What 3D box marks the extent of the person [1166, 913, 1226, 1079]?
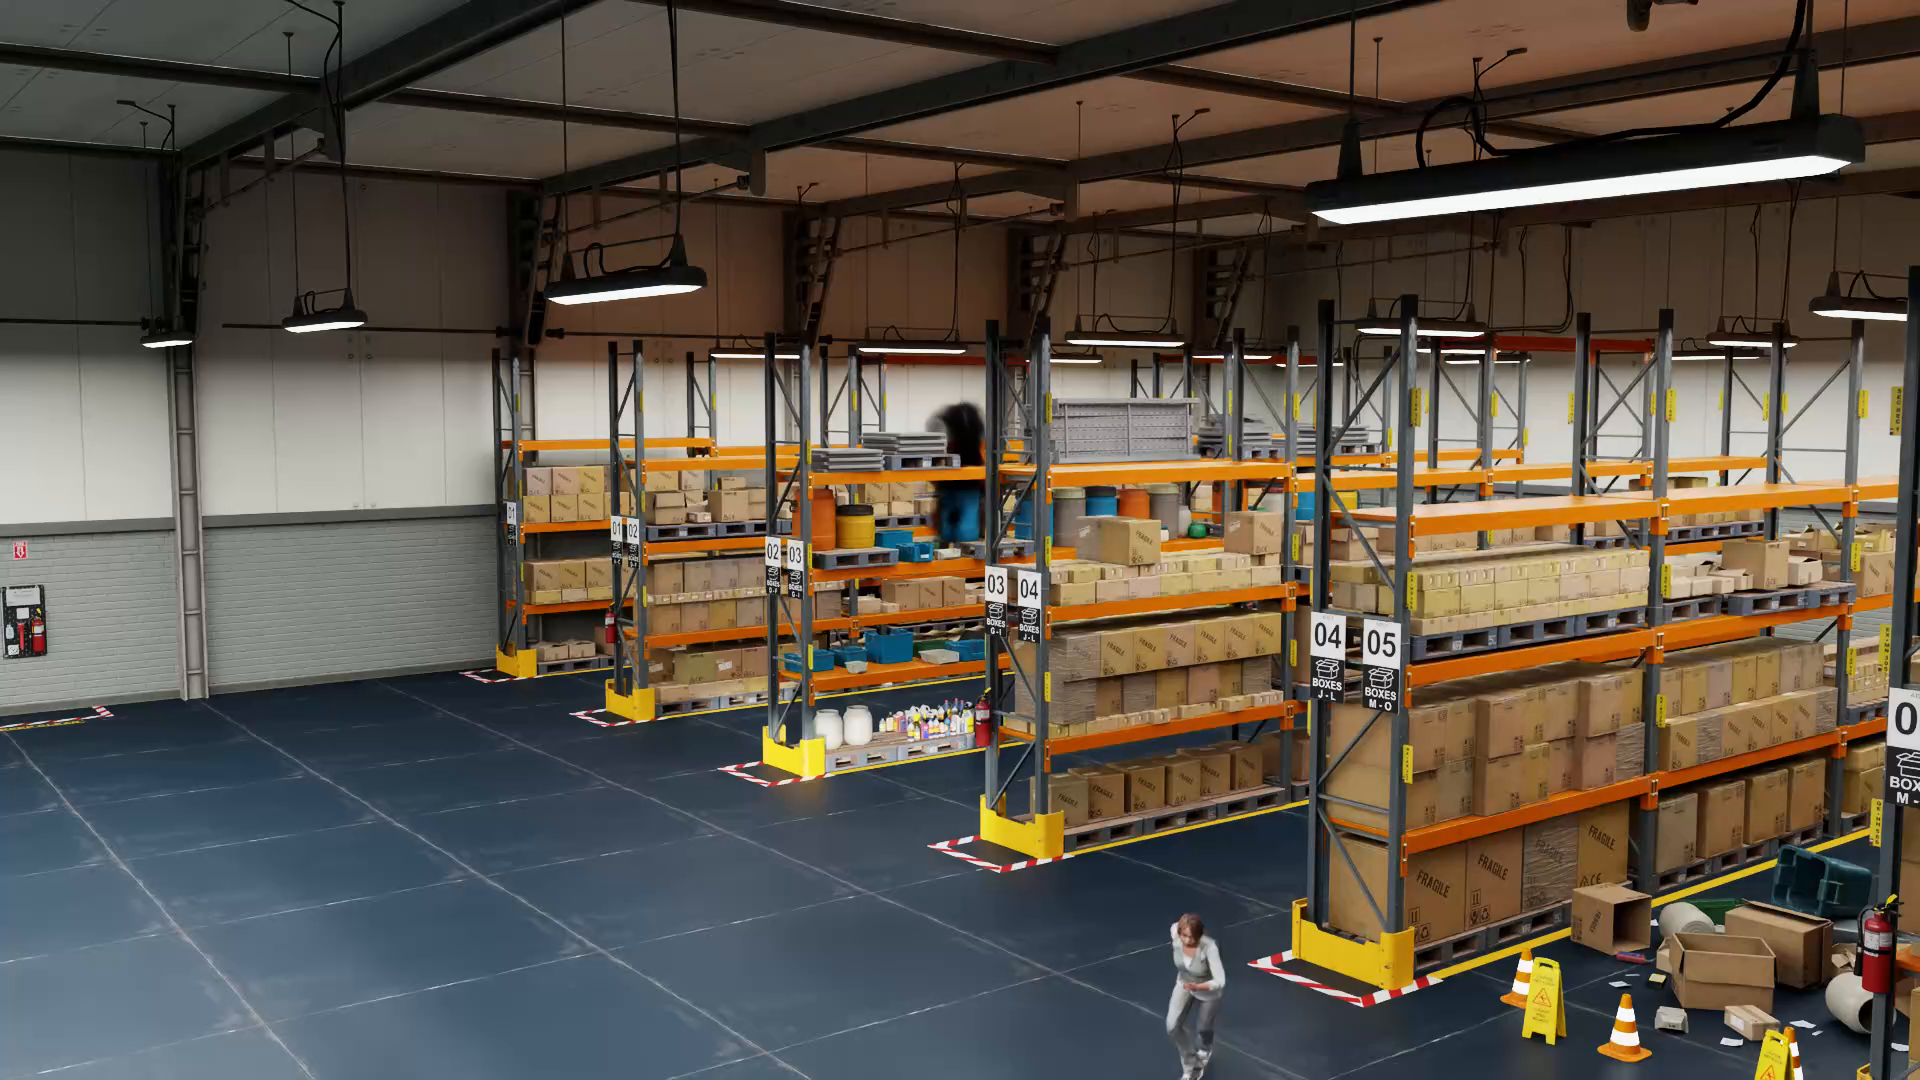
[{"bbox_3d":[1.772,3.365,12.352,0.549,1.397,1.034,2,6,26],"label":"person"}]
